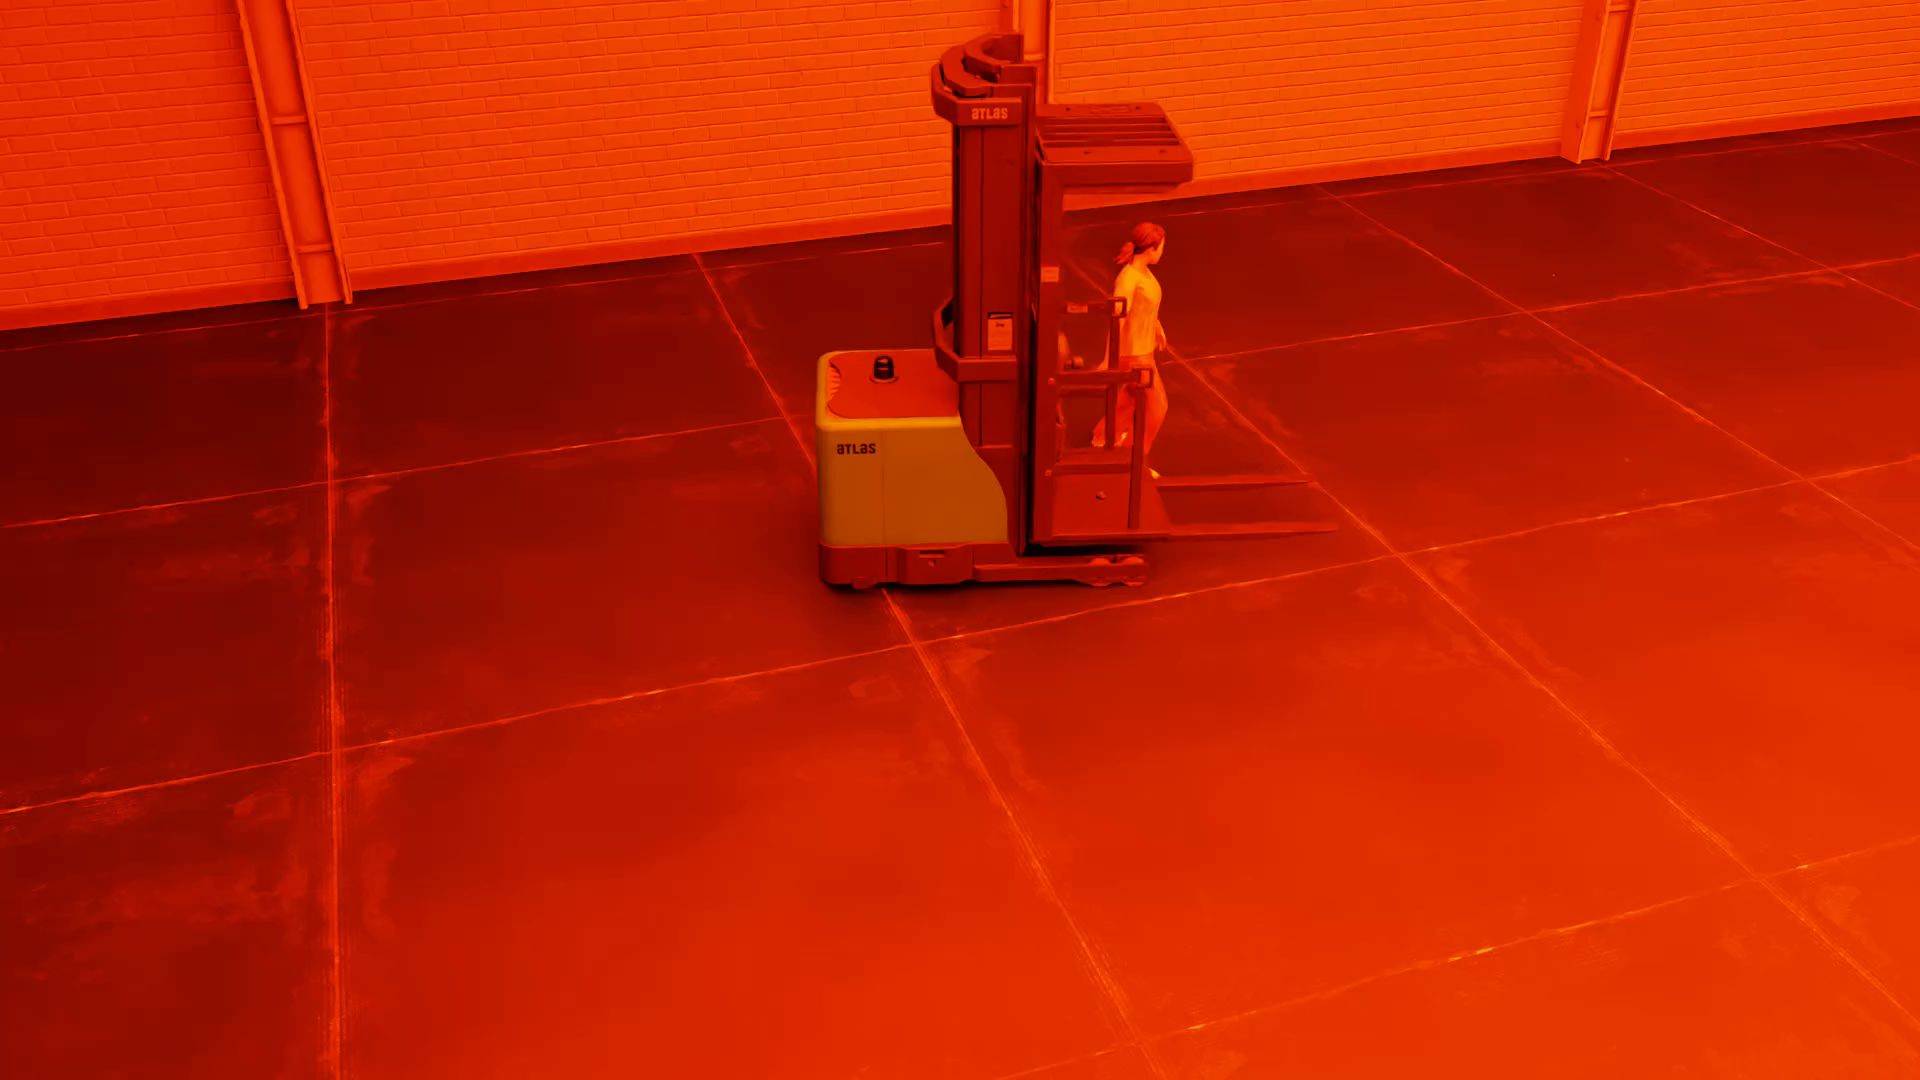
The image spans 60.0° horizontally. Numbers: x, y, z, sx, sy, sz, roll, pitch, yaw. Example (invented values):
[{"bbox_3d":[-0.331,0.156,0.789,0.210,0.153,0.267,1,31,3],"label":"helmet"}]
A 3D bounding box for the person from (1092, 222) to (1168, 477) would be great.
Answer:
[{"bbox_3d":[1.088,-1.195,10.516,0.539,1.635,0.731,8,31,14],"label":"person"}]

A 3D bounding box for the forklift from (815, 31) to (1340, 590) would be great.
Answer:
[{"bbox_3d":[0.687,-1.262,9.280,3.031,2.935,1.130,-2,30,-3],"label":"forklift"}]
